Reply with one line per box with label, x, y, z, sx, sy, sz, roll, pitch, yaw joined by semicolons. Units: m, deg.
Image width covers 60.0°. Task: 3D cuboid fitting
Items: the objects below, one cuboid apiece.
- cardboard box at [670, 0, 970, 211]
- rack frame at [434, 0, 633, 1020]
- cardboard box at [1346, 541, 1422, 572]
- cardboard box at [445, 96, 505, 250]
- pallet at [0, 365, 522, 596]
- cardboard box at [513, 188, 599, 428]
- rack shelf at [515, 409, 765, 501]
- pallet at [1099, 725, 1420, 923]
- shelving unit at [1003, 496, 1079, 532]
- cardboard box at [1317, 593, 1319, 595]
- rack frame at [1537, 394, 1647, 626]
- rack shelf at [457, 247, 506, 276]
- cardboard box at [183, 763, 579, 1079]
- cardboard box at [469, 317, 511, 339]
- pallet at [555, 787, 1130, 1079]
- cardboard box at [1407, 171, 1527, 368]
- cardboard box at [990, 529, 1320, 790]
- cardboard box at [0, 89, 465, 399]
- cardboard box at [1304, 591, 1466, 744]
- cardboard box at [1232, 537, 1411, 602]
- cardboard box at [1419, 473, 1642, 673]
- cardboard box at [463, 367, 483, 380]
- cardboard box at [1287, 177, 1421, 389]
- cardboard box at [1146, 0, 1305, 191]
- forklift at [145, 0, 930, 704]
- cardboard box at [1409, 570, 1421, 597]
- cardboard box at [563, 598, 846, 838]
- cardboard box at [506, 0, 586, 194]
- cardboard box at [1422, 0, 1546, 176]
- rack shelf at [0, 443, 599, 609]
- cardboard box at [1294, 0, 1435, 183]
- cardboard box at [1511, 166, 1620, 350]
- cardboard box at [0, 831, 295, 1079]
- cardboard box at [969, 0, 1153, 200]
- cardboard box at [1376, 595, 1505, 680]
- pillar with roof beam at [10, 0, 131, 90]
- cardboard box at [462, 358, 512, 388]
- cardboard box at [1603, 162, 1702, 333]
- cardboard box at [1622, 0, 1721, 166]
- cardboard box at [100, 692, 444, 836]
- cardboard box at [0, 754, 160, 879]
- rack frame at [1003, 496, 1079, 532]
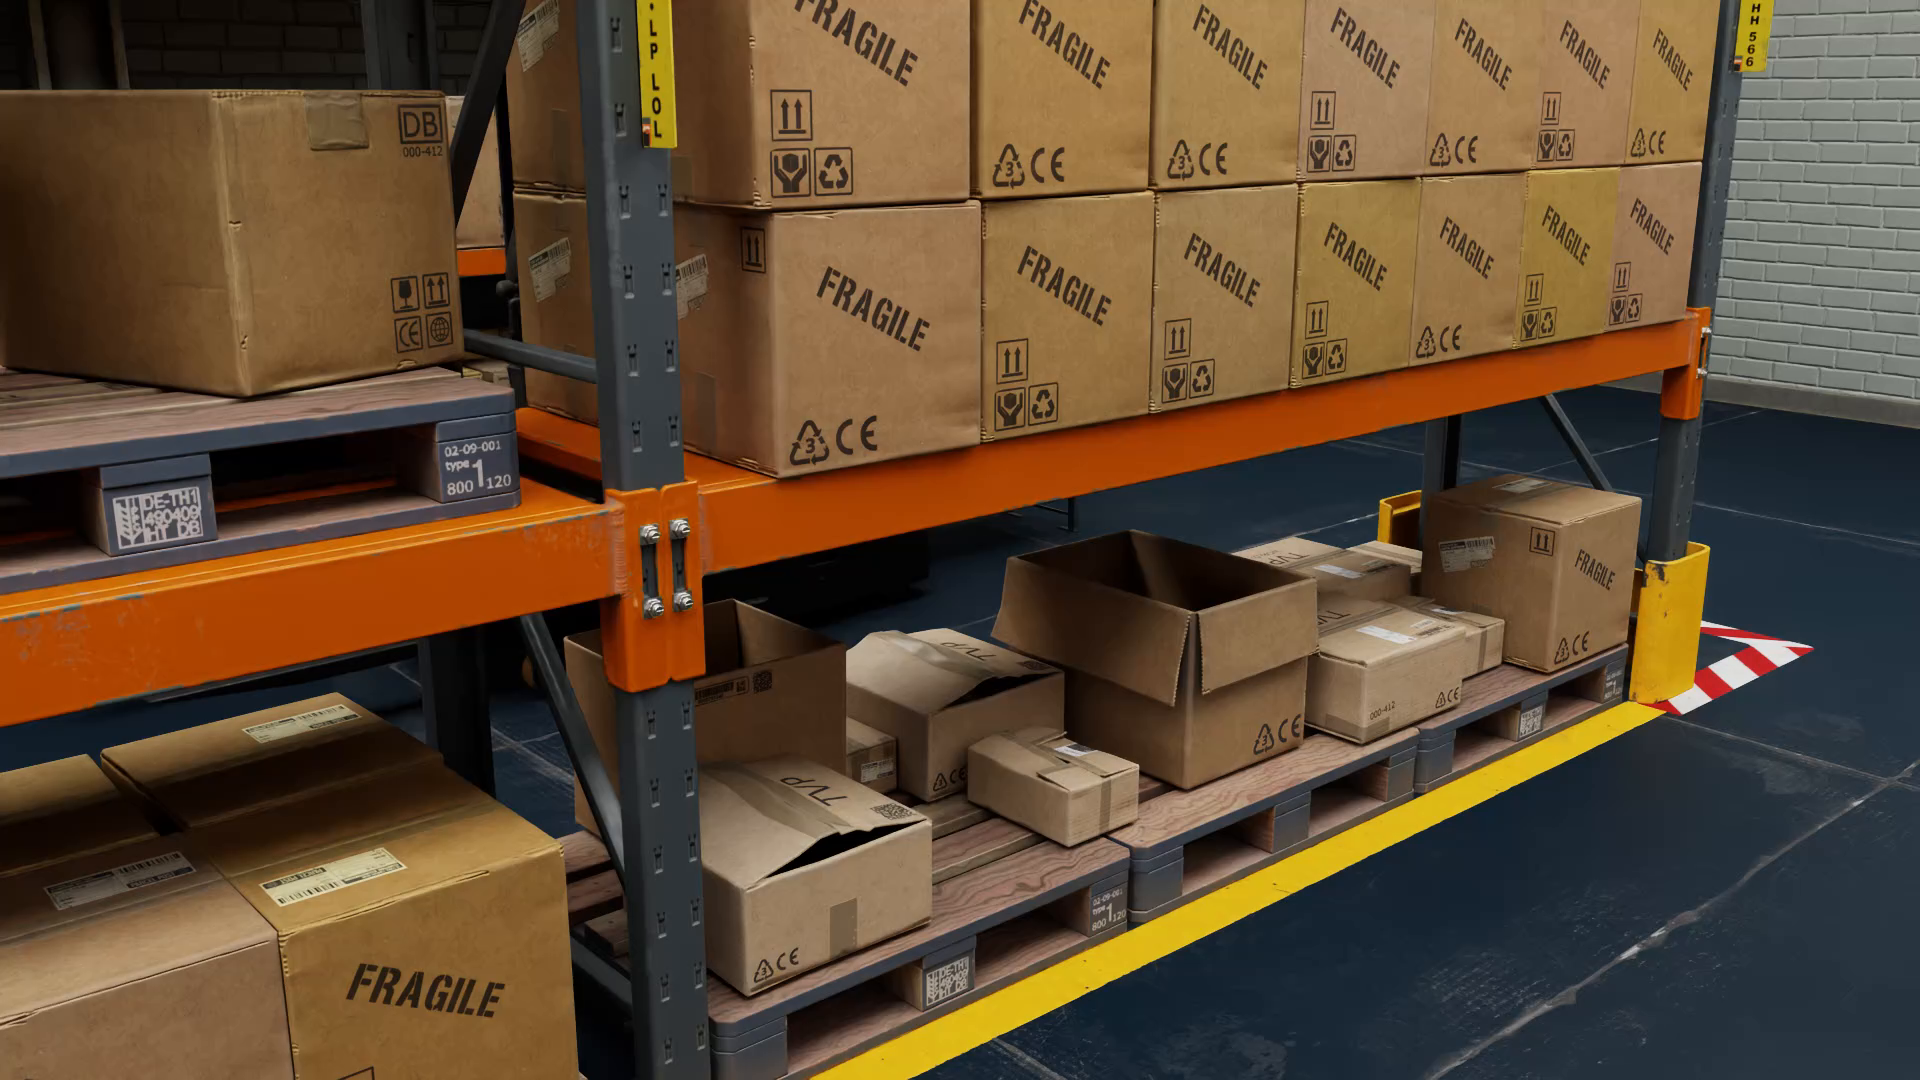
cardboard box;-0.329;-0.918;3.244;0.500;0.500;0.500;-12;19;-38
rack frame;-0.871;-0.362;3.294;0.053;2.616;0.949;-13;19;-39
cardboard box;1.607;0.129;6.125;0.250;0.149;0.380;-13;19;-39
cardboard box;-2.607;-1.807;8.121;0.700;0.700;0.980;-14;20;-42
pallet;-1.543;-0.155;2.890;1.213;0.211;1.003;-13;19;-39
cardboard box;-0.660;-0.545;3.783;0.500;0.500;0.500;-12;19;-38
rack shelf;0.640;-0.447;4.628;3.809;0.124;0.919;-13;19;-39
pallet;0.571;0.662;4.864;1.213;0.211;1.003;-13;19;-39
shelving unit;0.005;-0.545;7.609;1.048;1.125;0.538;-13;19;-39
cardboard box;0.798;0.283;5.355;0.500;0.250;0.500;-13;19;-39
rack frame;2.147;-1.040;5.831;0.053;2.616;0.949;-13;19;-39
rack shelf;-2.615;-1.317;8.261;4.000;0.370;1.077;-13;19;-39
cardboard box;-1.053;0.773;3.036;0.500;0.500;0.500;-13;20;-40
cardboard box;-2.367;-1.062;8.688;0.250;0.149;0.380;-12;19;-39
pallet;-0.350;0.869;4.087;1.213;0.211;1.003;-13;19;-39
cardboard box;1.221;-0.787;4.689;0.500;0.500;0.500;-12;19;-39
cardboard box;0.545;0.312;4.753;0.637;0.503;0.797;-13;19;-39
cardboard box;-1.373;-0.576;3.087;0.700;0.500;0.500;8;17;28
cardboard box;1.164;0.372;5.022;0.500;0.250;0.500;-13;19;-39
cardboard box;1.175;0.198;5.672;0.500;0.250;0.500;-13;19;-39
cardboard box;1.900;0.096;5.570;0.500;0.500;0.500;-13;19;-39
cardboard box;-2.722;-0.598;8.208;0.500;0.500;0.700;-12;19;-38
cardboard box;0.840;-0.702;4.370;0.500;0.500;0.500;-13;20;-40
cardboard box;0.448;-1.093;3.897;0.500;0.500;0.500;-13;20;-41
forklift;-1.556;-1.034;5.940;3.031;2.935;1.130;-13;20;-40
cardboard box;1.419;0.163;5.964;0.250;0.166;0.380;-13;19;-39
cardboard box;-0.625;0.482;4.126;0.500;0.500;0.500;-13;19;-39
cardboard box;-0.657;-1.029;3.659;0.500;0.500;0.500;-13;19;-39
cardboard box;1.225;-1.267;4.551;0.500;0.500;0.500;-12;19;-38
rack shelf;-2.377;0.196;2.082;3.809;0.052;0.919;-13;19;-39
cardboard box;0.837;-1.180;4.225;0.500;0.500;0.500;-12;19;-38
cardboard box;1.601;-0.870;5.002;0.500;0.500;0.500;-12;19;-39
cardboard box;-1.431;0.855;2.729;0.500;0.500;0.500;-13;19;-39
cardboard box;0.060;-1.006;3.571;0.500;0.500;0.500;-13;20;-41
cardboard box;1.536;0.308;5.422;0.250;0.166;0.380;-13;19;-39
pillar with roof beam;-1.337;-3.673;4.063;0.400;9.000;9.100;-13;19;-39
cardboard box;-2.325;-0.690;8.551;0.500;0.500;0.700;-13;20;-41
cardboard box;1.990;-0.959;5.333;0.500;0.500;0.500;-12;19;-38
cardboard box;1.994;-1.442;5.204;0.500;0.500;0.500;-13;20;-40
cardboard box;-1.394;0.668;3.429;0.500;0.500;0.500;-14;20;-42
cardboard box;-1.789;0.760;3.082;0.500;0.500;0.500;-12;19;-39
rack frame;0.389;-0.631;7.932;0.032;1.125;0.500;-13;19;-39
